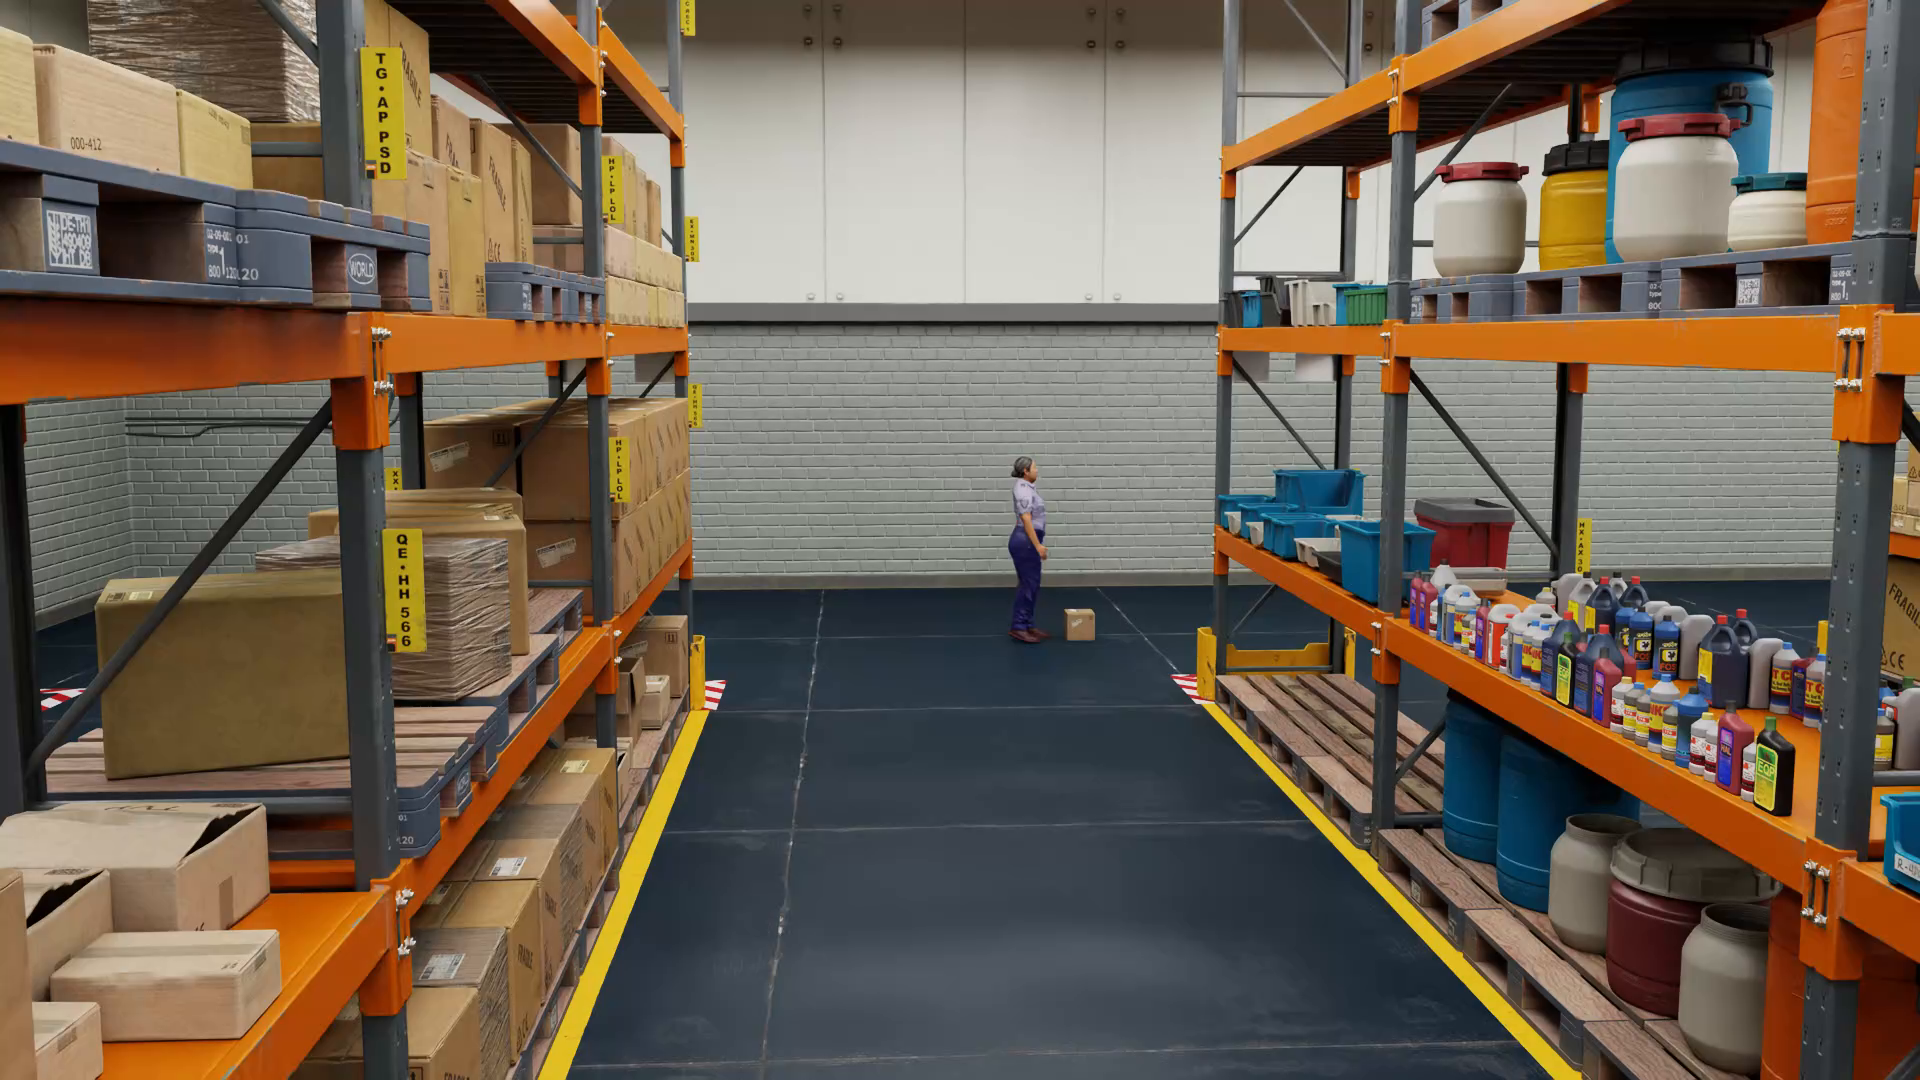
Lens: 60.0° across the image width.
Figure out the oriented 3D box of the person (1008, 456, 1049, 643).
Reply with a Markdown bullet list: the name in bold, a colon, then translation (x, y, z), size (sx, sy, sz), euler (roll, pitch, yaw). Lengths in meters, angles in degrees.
- **person**: translation (0.630, 0.077, 15.074), size (0.379, 1.671, 0.533), euler (0, 7, 1)
